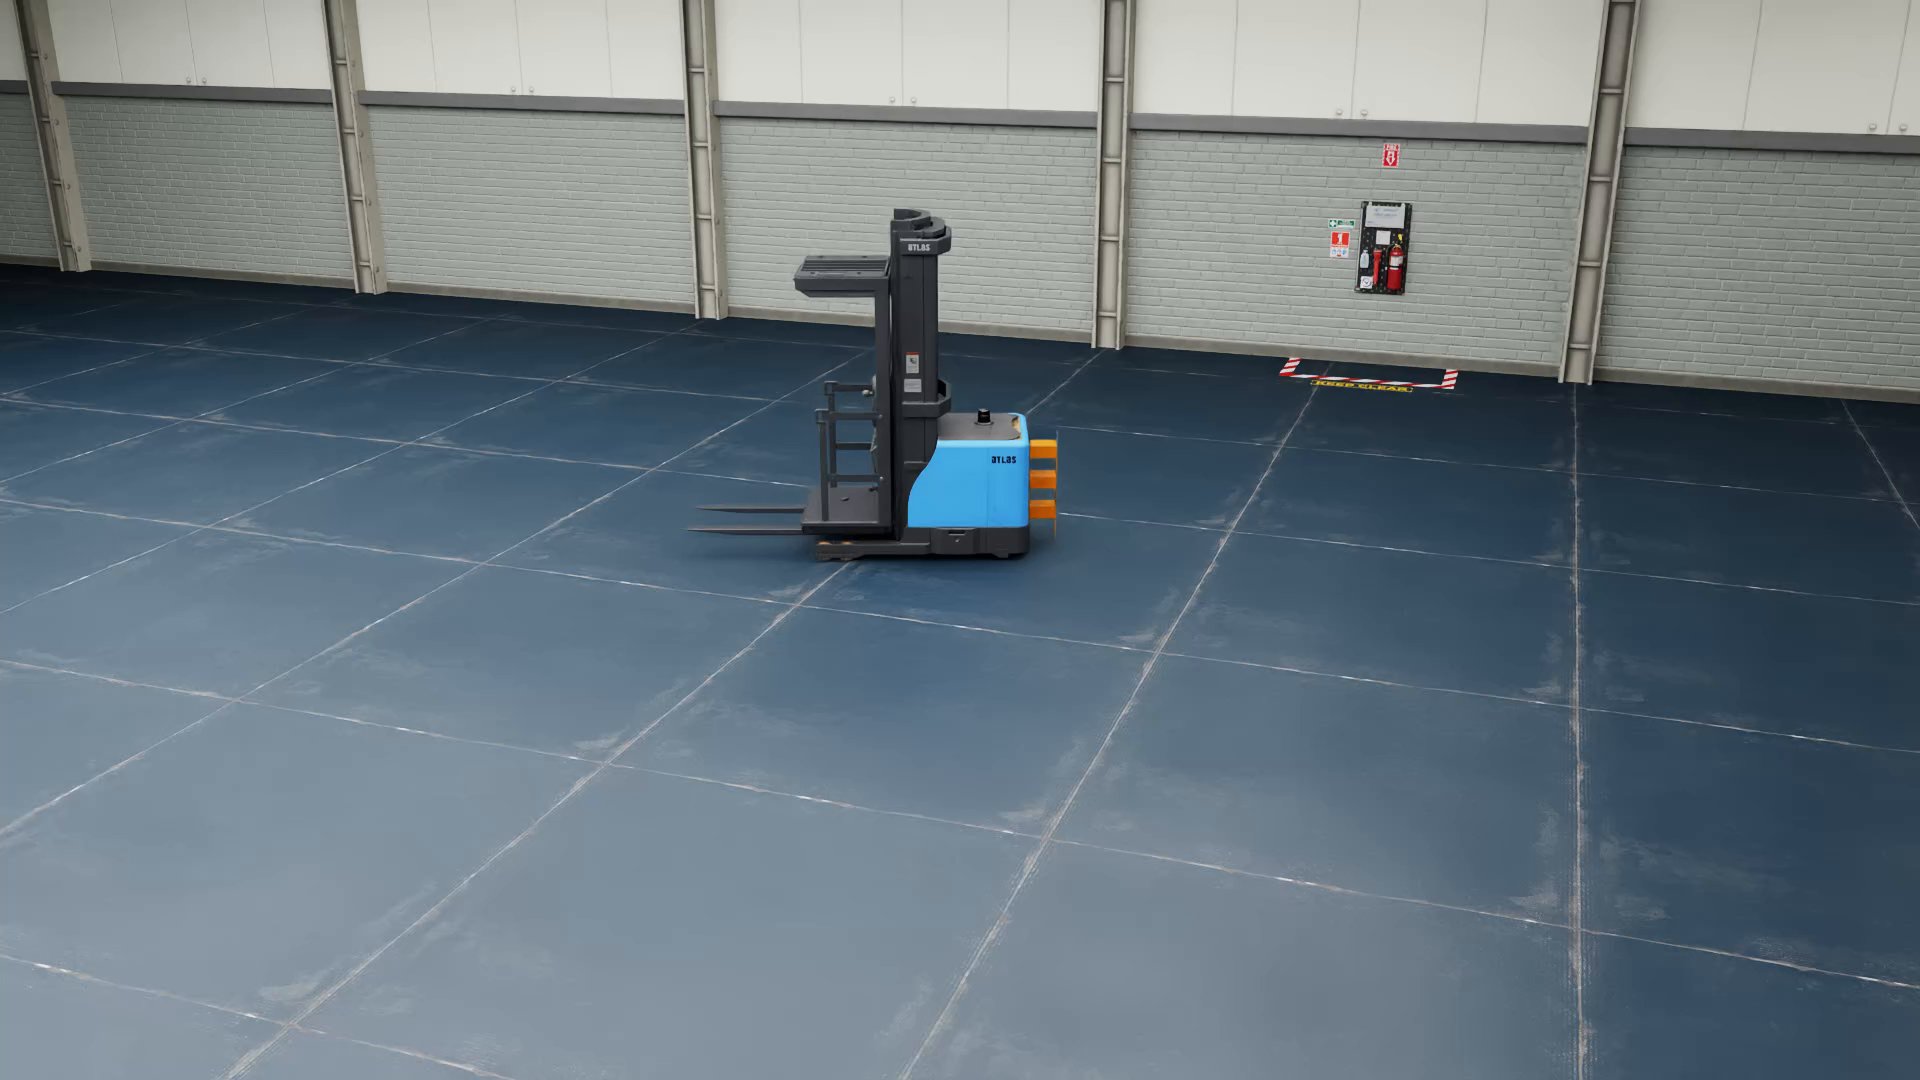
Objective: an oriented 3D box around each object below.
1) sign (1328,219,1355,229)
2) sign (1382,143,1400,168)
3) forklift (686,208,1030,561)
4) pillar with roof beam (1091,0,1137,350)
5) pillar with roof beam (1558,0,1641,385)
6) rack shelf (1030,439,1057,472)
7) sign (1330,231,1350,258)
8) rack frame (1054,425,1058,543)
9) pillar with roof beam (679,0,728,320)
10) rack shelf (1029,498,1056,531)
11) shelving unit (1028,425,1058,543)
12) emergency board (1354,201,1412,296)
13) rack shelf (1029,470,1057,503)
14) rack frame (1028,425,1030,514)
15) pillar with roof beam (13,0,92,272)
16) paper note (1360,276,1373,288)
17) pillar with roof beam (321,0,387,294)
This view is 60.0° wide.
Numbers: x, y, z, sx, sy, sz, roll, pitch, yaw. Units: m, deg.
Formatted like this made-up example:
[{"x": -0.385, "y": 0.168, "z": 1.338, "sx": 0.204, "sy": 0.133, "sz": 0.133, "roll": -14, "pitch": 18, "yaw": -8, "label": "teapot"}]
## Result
[{"x": 4.877, "y": -4.039, "z": 21.246, "sx": 0.331, "sy": 0.109, "sz": 0.001, "roll": 7, "pitch": 20, "yaw": 18, "label": "sign"}, {"x": 5.389, "y": -4.810, "z": 20.795, "sx": 0.199, "sy": 0.298, "sz": 0.001, "roll": 7, "pitch": 20, "yaw": 18, "label": "sign"}, {"x": -0.905, "y": -1.374, "z": 14.565, "sx": 3.031, "sy": 2.935, "sz": 1.130, "roll": 0, "pitch": 19, "yaw": 0, "label": "forklift"}, {"x": 0.605, "y": -5.547, "z": 17.318, "sx": 0.400, "sy": 9.000, "sz": 9.100, "roll": 7, "pitch": 20, "yaw": 18, "label": "pillar with roof beam"}, {"x": 6.273, "y": -4.899, "z": 15.458, "sx": 0.400, "sy": 9.000, "sz": 9.100, "roll": 7, "pitch": 20, "yaw": 18, "label": "pillar with roof beam"}, {"x": 0.739, "y": -0.758, "z": 14.827, "sx": 0.240, "sy": 0.259, "sz": 0.215, "roll": 0, "pitch": 19, "yaw": 0, "label": "rack shelf"}, {"x": 4.876, "y": -3.792, "z": 21.343, "sx": 0.234, "sy": 0.329, "sz": 0.001, "roll": 7, "pitch": 20, "yaw": 18, "label": "sign"}, {"x": 0.861, "y": -0.500, "z": 14.916, "sx": 0.008, "sy": 1.050, "sz": 0.200, "roll": 0, "pitch": 19, "yaw": 0, "label": "rack frame"}, {"x": -5.062, "y": -6.195, "z": 19.177, "sx": 0.400, "sy": 9.000, "sz": 9.100, "roll": 7, "pitch": 20, "yaw": 18, "label": "pillar with roof beam"}, {"x": 0.739, "y": -0.228, "z": 15.011, "sx": 0.240, "sy": 0.259, "sz": 0.215, "roll": 0, "pitch": 19, "yaw": 0, "label": "rack shelf"}, {"x": 0.739, "y": -0.500, "z": 14.916, "sx": 0.252, "sy": 1.050, "sz": 0.215, "roll": 0, "pitch": 19, "yaw": 0, "label": "shelving unit"}, {"x": 5.364, "y": -3.683, "z": 21.086, "sx": 0.643, "sy": 1.169, "sz": 0.194, "roll": 7, "pitch": 20, "yaw": 18, "label": "emergency board"}, {"x": 0.739, "y": -0.490, "z": 14.920, "sx": 0.240, "sy": 0.259, "sz": 0.215, "roll": 0, "pitch": 19, "yaw": 0, "label": "rack shelf"}, {"x": 0.617, "y": -0.500, "z": 14.917, "sx": 0.008, "sy": 1.050, "sz": 0.200, "roll": 0, "pitch": 19, "yaw": 0, "label": "rack frame"}, {"x": -16.398, "y": -7.491, "z": 22.896, "sx": 0.400, "sy": 9.000, "sz": 9.100, "roll": 7, "pitch": 20, "yaw": 18, "label": "pillar with roof beam"}, {"x": 5.219, "y": -3.308, "z": 21.347, "sx": 0.142, "sy": 0.148, "sz": 0.016, "roll": 7, "pitch": 20, "yaw": 18, "label": "paper note"}, {"x": -10.730, "y": -6.843, "z": 21.036, "sx": 0.400, "sy": 9.000, "sz": 9.100, "roll": 7, "pitch": 20, "yaw": 18, "label": "pillar with roof beam"}]
